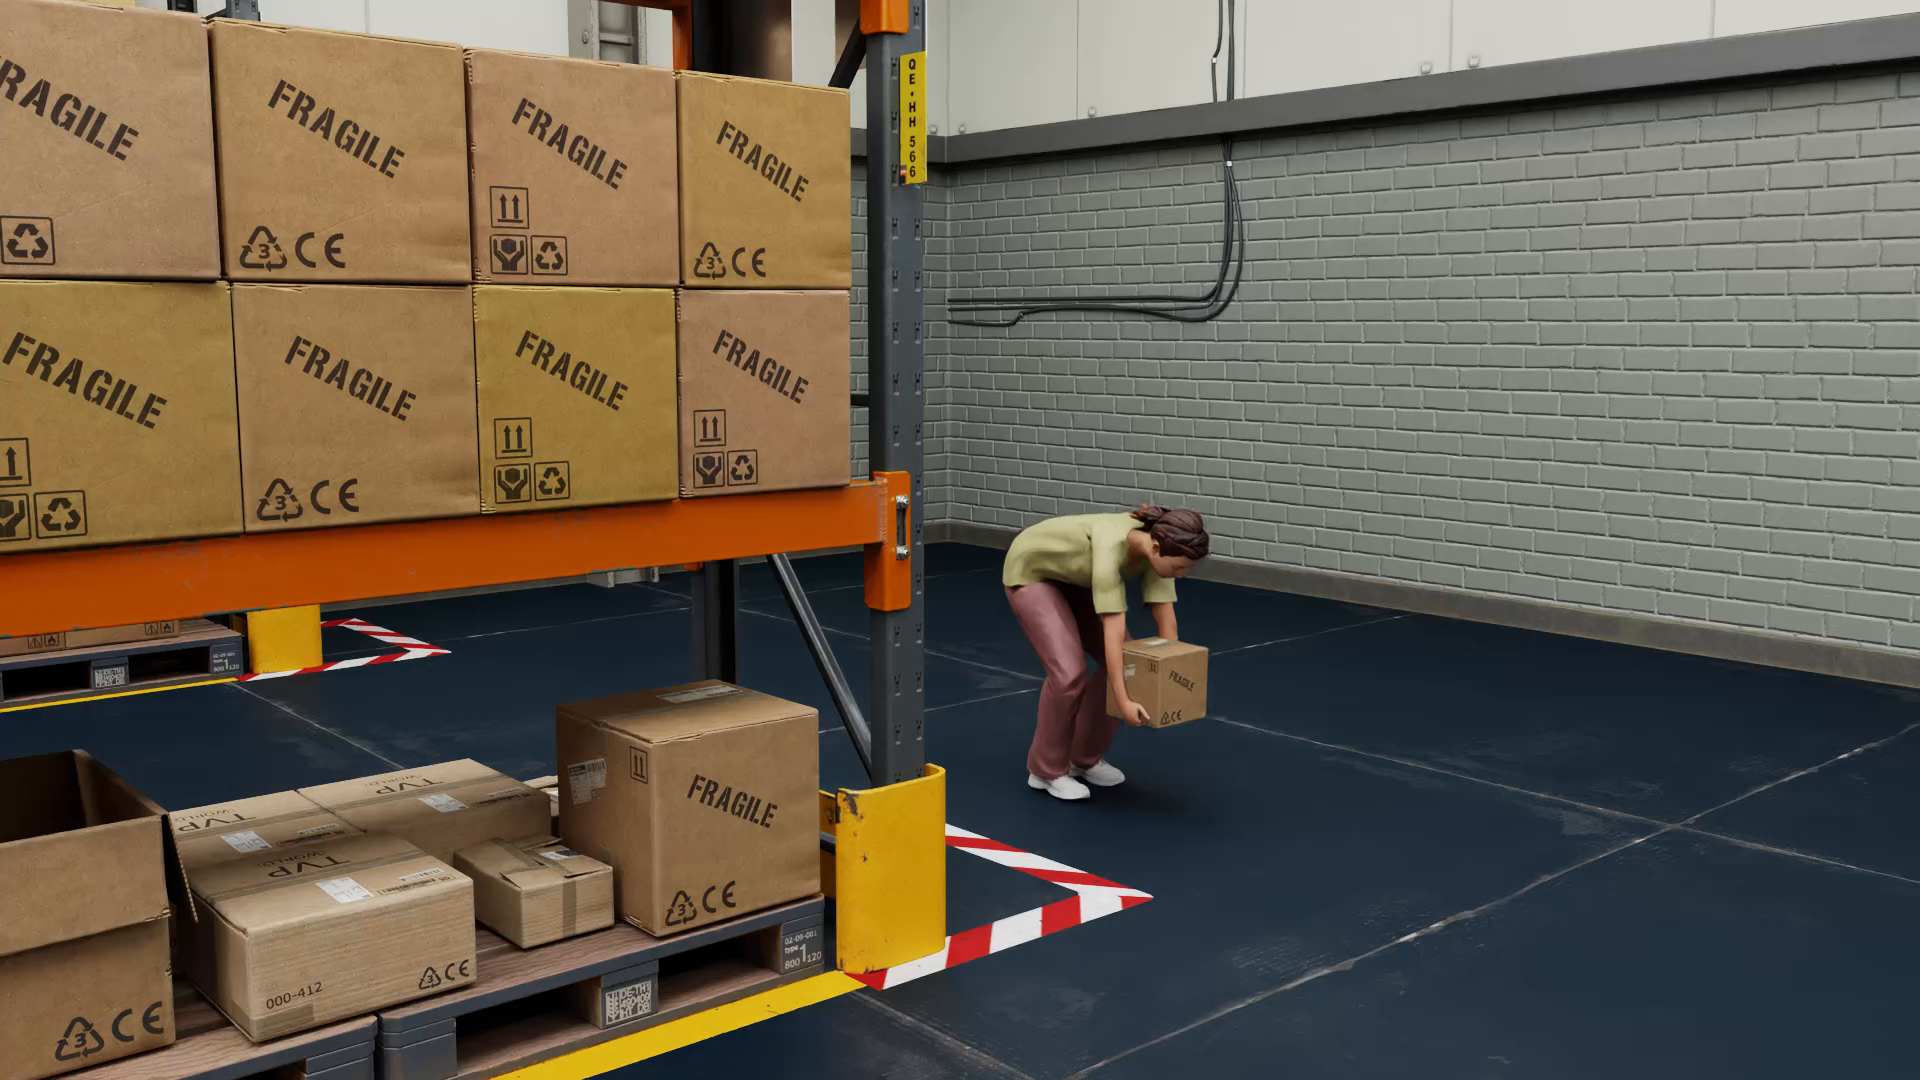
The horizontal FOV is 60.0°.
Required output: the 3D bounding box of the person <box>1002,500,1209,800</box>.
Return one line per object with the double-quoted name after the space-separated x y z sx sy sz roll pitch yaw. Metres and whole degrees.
0.531 0.391 6.016 0.448 1.104 0.860 -7 10 -43 "person"
